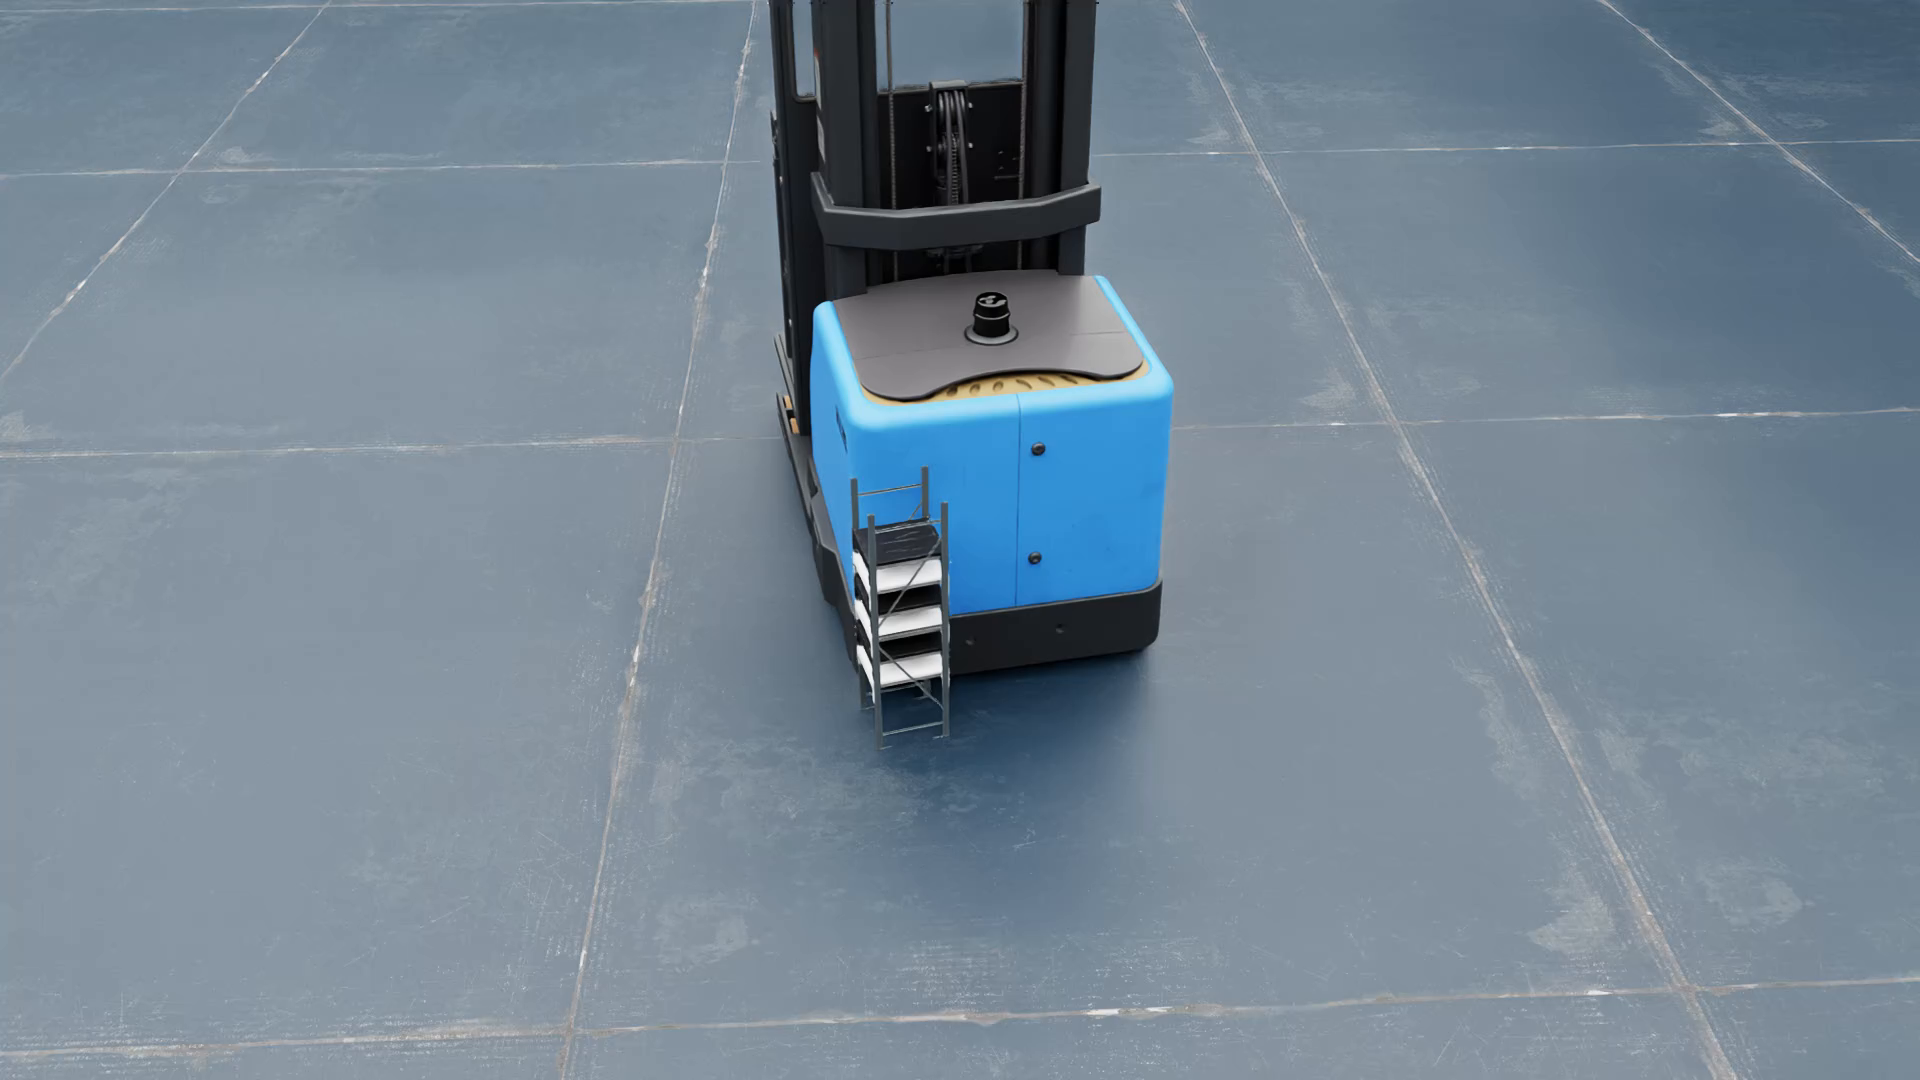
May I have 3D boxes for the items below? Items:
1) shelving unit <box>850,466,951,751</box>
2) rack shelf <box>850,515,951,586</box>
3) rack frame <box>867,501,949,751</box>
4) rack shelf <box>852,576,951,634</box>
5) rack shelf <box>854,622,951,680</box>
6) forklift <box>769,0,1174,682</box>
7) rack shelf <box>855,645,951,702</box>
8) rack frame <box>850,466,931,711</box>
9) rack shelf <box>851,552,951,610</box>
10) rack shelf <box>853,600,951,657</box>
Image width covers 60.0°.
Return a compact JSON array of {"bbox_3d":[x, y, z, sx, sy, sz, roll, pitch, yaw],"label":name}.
[{"bbox_3d":[-0.180,0.224,5.136,0.258,0.900,0.210,-10,36,-14],"label":"shelving unit"},{"bbox_3d":[-0.180,0.029,5.001,0.258,0.077,0.200,-10,36,-14],"label":"rack shelf"},{"bbox_3d":[-0.150,0.279,5.056,0.240,0.900,0.006,-10,36,-14],"label":"rack frame"},{"bbox_3d":[-0.180,0.177,5.104,0.258,0.077,0.200,-10,36,-14],"label":"rack shelf"},{"bbox_3d":[-0.180,0.325,5.206,0.258,0.077,0.200,-10,36,-14],"label":"rack shelf"},{"bbox_3d":[-0.138,-1.568,5.940,1.130,2.935,3.031,-7,35,-10],"label":"forklift"},{"bbox_3d":[-0.180,0.399,5.258,0.258,0.077,0.200,-10,36,-14],"label":"rack shelf"},{"bbox_3d":[-0.210,0.168,5.216,0.240,0.900,0.006,-10,36,-14],"label":"rack frame"},{"bbox_3d":[-0.180,0.103,5.053,0.258,0.077,0.200,-10,36,-14],"label":"rack shelf"},{"bbox_3d":[-0.180,0.251,5.155,0.258,0.077,0.200,-10,36,-14],"label":"rack shelf"}]
